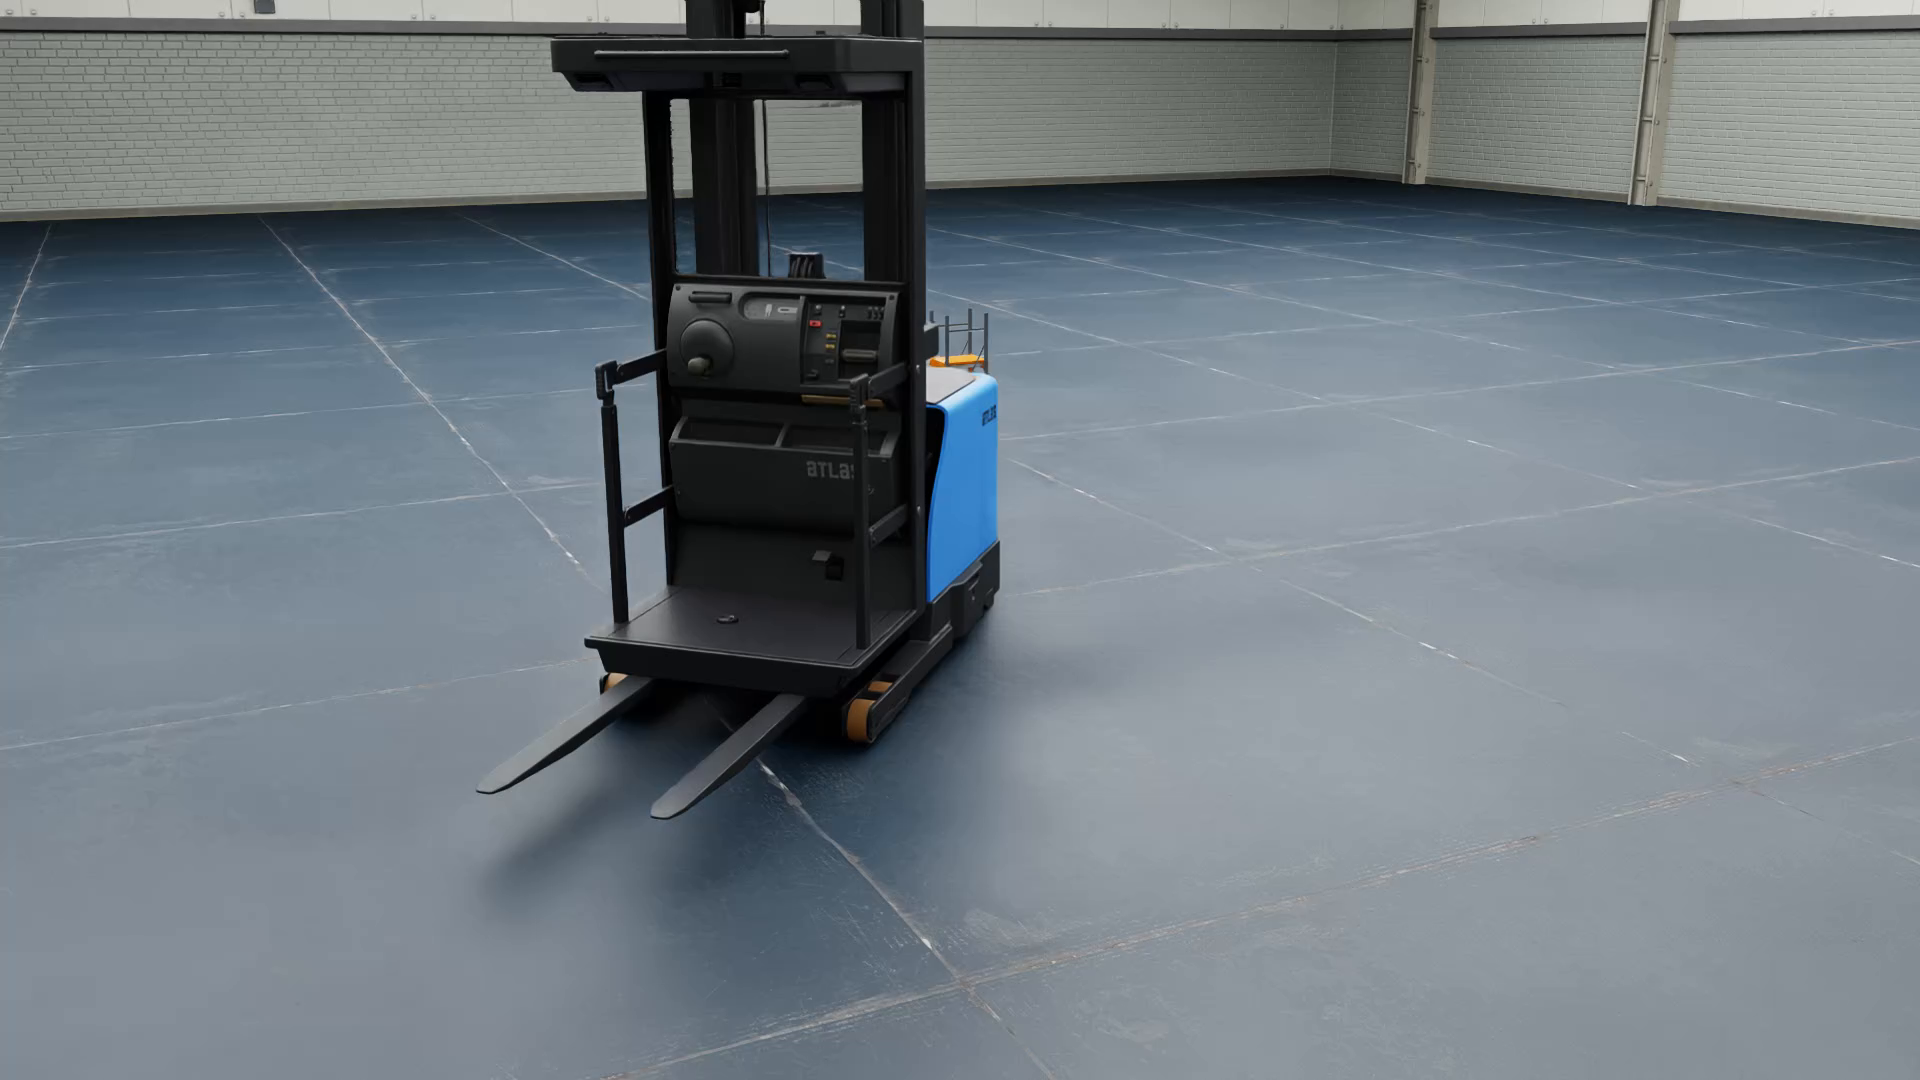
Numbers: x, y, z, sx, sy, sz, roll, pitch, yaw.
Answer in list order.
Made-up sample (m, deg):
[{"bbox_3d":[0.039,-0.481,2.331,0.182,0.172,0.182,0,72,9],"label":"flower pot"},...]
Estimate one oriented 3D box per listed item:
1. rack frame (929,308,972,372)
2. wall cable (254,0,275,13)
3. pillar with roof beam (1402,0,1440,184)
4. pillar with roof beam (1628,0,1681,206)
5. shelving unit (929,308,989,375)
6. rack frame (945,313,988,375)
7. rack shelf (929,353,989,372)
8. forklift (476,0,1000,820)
[{"bbox_3d":[-0.046,-0.603,8.677,0.240,1.200,0.006,-8,18,-25],"label":"rack frame"},{"bbox_3d":[-10.432,-11.607,26.719,2.305,6.003,0.169,-8,18,-25],"label":"wall cable"},{"bbox_3d":[5.575,-11.225,31.553,9.100,9.000,0.400,-8,18,-25],"label":"pillar with roof beam"},{"bbox_3d":[8.204,-9.737,26.369,9.100,9.000,0.400,-8,18,-25],"label":"pillar with roof beam"},{"bbox_3d":[-0.006,-0.580,8.598,0.258,1.200,0.189,-8,18,-25],"label":"shelving unit"},{"bbox_3d":[0.034,-0.558,8.519,0.240,1.200,0.006,-8,18,-25],"label":"rack frame"},{"bbox_3d":[-0.006,-0.884,8.511,0.258,0.103,0.180,-8,18,-25],"label":"rack shelf"},{"bbox_3d":[-0.745,-0.780,6.156,1.130,2.935,3.031,5,17,17],"label":"forklift"}]
